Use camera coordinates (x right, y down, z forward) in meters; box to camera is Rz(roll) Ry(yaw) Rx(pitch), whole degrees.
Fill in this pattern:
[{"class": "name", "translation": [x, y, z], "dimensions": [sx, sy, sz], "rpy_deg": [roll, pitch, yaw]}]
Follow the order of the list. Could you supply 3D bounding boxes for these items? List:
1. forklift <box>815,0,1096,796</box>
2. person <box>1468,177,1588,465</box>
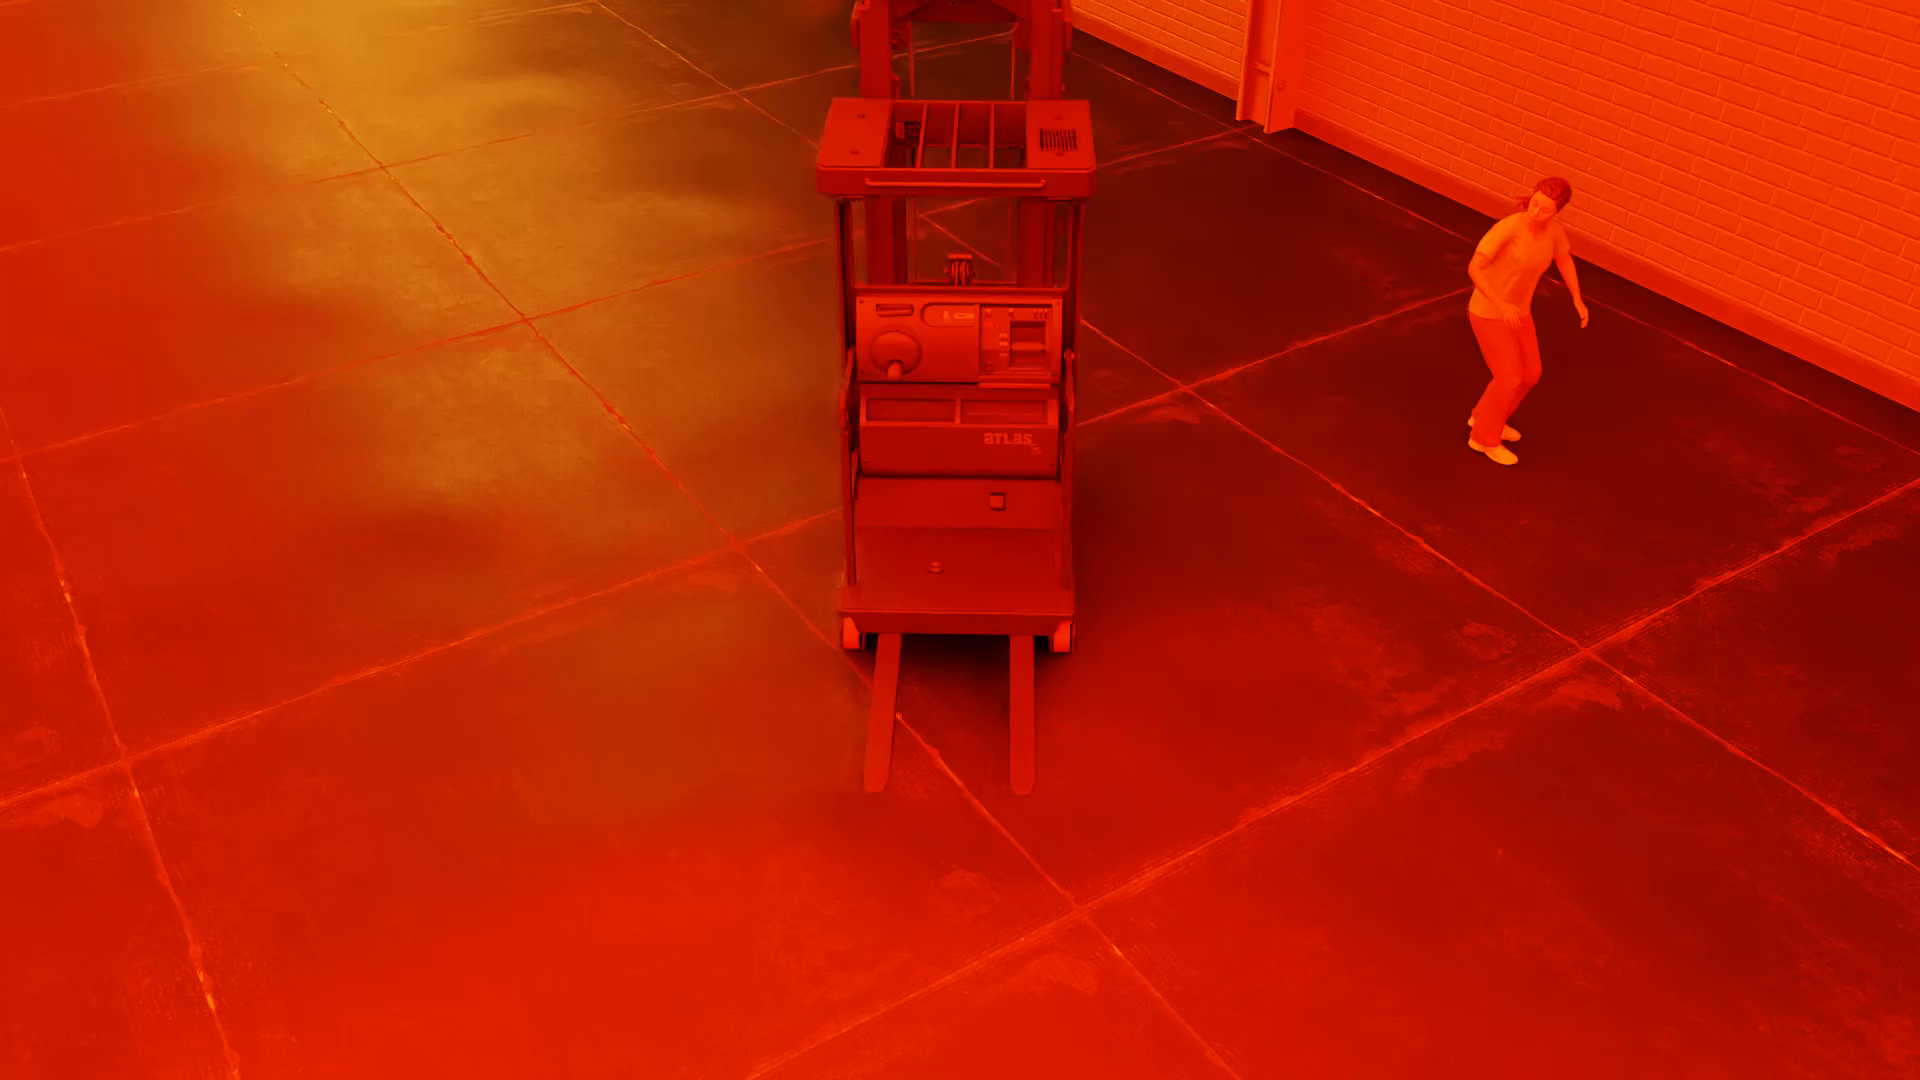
[{"class": "forklift", "translation": [-0.007, -0.847, 7.353], "dimensions": [1.130, 2.935, 3.031], "rpy_deg": [1, 35, 1]}, {"class": "person", "translation": [3.046, -1.201, 9.027], "dimensions": [0.687, 1.618, 0.477], "rpy_deg": [-20, 40, -26]}]
